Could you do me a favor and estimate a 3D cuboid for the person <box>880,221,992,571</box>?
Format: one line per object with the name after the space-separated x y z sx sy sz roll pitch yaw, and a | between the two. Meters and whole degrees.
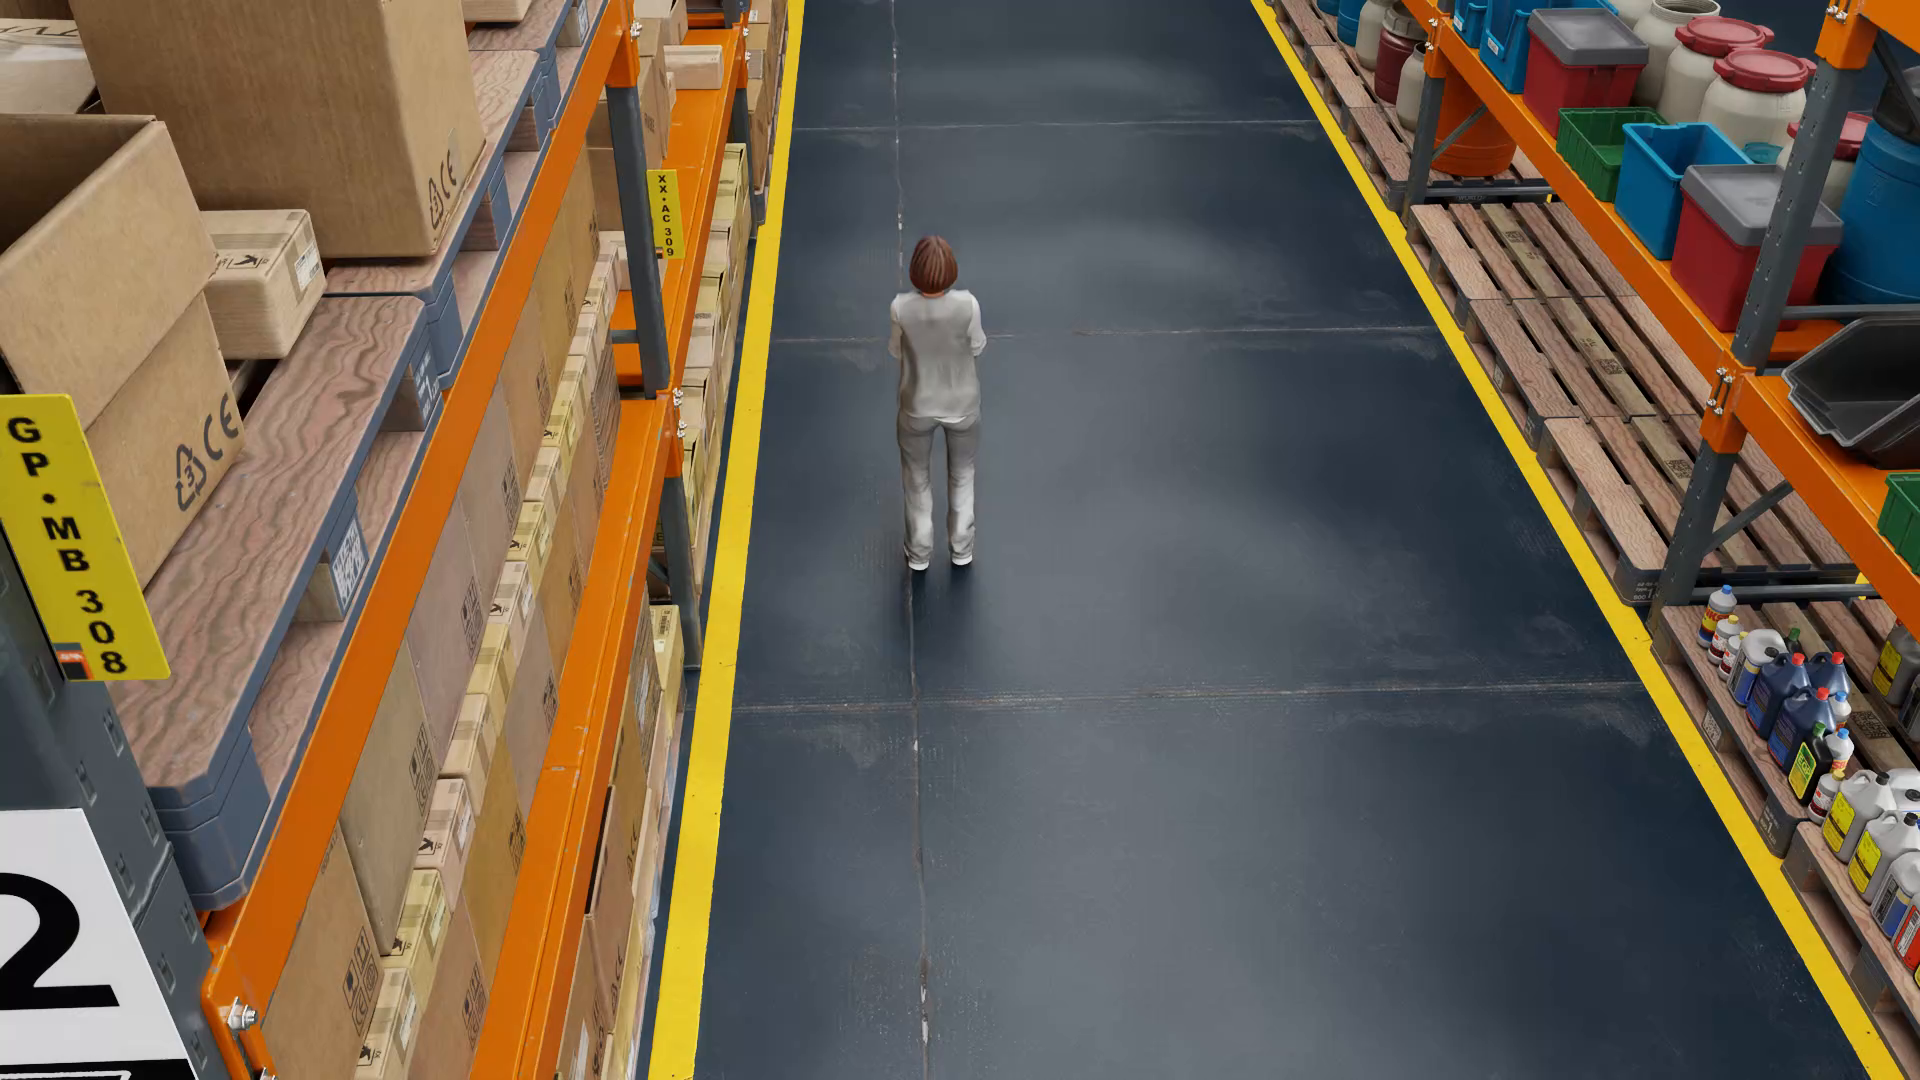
-0.091 -0.555 6.938 0.482 1.580 0.346 -4 36 -5 | person
